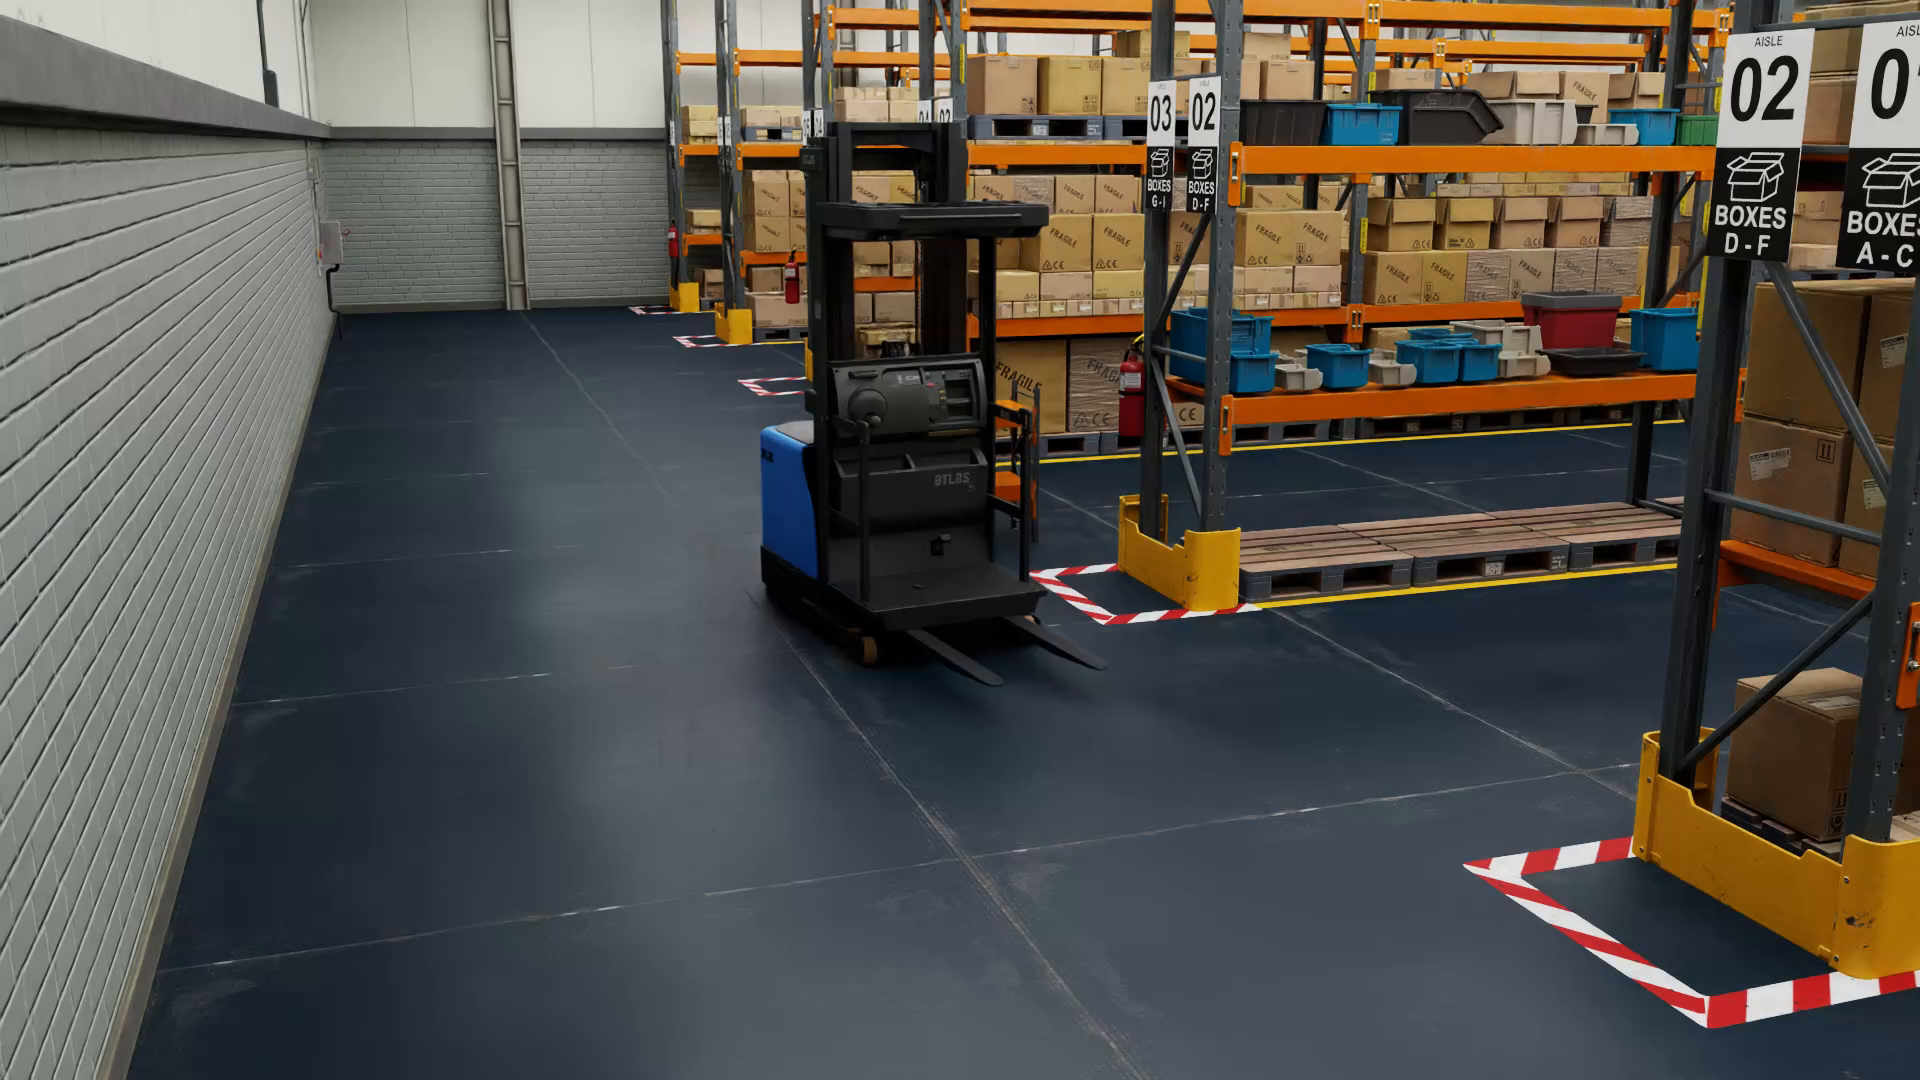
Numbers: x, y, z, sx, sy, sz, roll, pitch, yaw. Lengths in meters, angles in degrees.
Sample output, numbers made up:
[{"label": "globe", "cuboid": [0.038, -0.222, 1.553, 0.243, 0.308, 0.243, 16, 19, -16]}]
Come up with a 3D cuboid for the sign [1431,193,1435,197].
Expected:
[{"label": "sign", "cuboid": [6.122, -4.335, 21.554, 0.005, 0.325, 0.100, -4, 14, -18]}]

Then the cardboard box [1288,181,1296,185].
[{"label": "cardboard box", "cuboid": [6.676, -6.989, 32.783, 0.250, 0.149, 0.380, -4, 14, -18]}]

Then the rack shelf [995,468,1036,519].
[{"label": "rack shelf", "cuboid": [-0.006, -0.309, 12.067, 1.000, 0.278, 0.538, -4, 14, -18]}]

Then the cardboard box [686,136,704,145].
[{"label": "cardboard box", "cuboid": [-4.527, -6.814, 28.369, 0.250, 0.149, 0.380, -4, 14, -17]}]

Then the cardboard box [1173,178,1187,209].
[{"label": "cardboard box", "cuboid": [3.375, -5.407, 26.014, 0.500, 0.500, 0.500, -4, 14, -17]}]

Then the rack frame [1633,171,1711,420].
[{"label": "rack frame", "cuboid": [7.426, -2.833, 17.572, 0.127, 3.000, 1.000, -4, 14, -18]}]

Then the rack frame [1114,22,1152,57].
[{"label": "rack frame", "cuboid": [2.149, -6.552, 20.241, 0.127, 3.000, 1.000, -4, 14, -18]}]

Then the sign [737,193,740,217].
[{"label": "sign", "cuboid": [-3.145, -4.754, 23.604, 0.005, 0.325, 0.100, -4, 14, -18]}]

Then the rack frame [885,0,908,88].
[{"label": "rack frame", "cuboid": [-1.112, -8.718, 29.350, 0.127, 3.000, 1.000, -4, 14, -18]}]

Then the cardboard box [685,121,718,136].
[{"label": "cardboard box", "cuboid": [-4.396, -7.008, 28.324, 0.500, 0.250, 0.500, -5, 14, -19]}]

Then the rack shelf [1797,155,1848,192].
[{"label": "rack shelf", "cuboid": [4.895, -1.327, 6.311, 4.000, 0.370, 1.077, -4, 14, -18]}]

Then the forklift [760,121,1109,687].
[{"label": "forklift", "cuboid": [-0.190, -0.843, 9.353, 1.130, 2.935, 3.031, -6, 15, -25]}]

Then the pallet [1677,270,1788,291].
[{"label": "pallet", "cuboid": [8.068, -2.816, 17.913, 1.003, 0.211, 1.213, -4, 14, -18]}]

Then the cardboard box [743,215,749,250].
[{"label": "cardboard box", "cuboid": [-2.944, -4.559, 24.609, 0.500, 0.500, 0.500, -4, 14, -18]}]

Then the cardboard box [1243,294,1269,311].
[{"label": "cardboard box", "cuboid": [2.719, -2.265, 15.724, 0.250, 0.149, 0.380, -4, 14, -17]}]

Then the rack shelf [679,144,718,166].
[{"label": "rack shelf", "cuboid": [-3.008, -6.762, 29.159, 4.000, 0.370, 1.077, -4, 14, -18]}]

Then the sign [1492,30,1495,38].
[{"label": "sign", "cuboid": [10.421, -9.977, 32.451, 0.005, 0.325, 0.100, -4, 14, -18]}]

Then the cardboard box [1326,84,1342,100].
[{"label": "cardboard box", "cuboid": [4.751, -5.774, 21.582, 0.258, 0.266, 0.396, -4, 14, -18]}]

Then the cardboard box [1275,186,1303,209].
[{"label": "cardboard box", "cuboid": [5.257, -5.427, 26.709, 0.500, 0.500, 0.500, -4, 14, -15]}]

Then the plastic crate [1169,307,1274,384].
[{"label": "plastic crate", "cuboid": [1.681, -1.269, 10.788, 0.499, 0.435, 0.616, -4, 14, -18]}]

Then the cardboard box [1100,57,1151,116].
[{"label": "cardboard box", "cuboid": [1.366, -4.118, 15.150, 0.500, 0.500, 0.700, -5, 14, -22]}]

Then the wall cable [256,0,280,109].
[{"label": "wall cable", "cuboid": [-6.615, -7.065, 15.447, 0.120, 5.999, 2.277, -4, 14, -18]}]

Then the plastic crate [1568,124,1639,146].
[{"label": "plastic crate", "cuboid": [4.131, -2.605, 10.702, 0.466, 0.136, 0.293, -4, 14, -18]}]

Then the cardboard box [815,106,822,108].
[{"label": "cardboard box", "cuboid": [-2.475, -7.409, 28.928, 0.500, 0.250, 0.500, -4, 14, -17]}]

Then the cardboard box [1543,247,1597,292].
[{"label": "cardboard box", "cuboid": [6.072, -2.717, 16.865, 0.500, 0.500, 0.500, -5, 14, -20]}]

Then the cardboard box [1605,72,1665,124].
[{"label": "cardboard box", "cuboid": [6.871, -4.486, 16.909, 0.637, 0.503, 0.797, -4, 14, -15]}]

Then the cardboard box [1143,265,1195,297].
[{"label": "cardboard box", "cuboid": [1.846, -2.407, 15.459, 0.500, 0.250, 0.500, -5, 14, -19]}]

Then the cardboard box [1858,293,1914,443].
[{"label": "cardboard box", "cuboid": [3.504, -0.580, 5.722, 0.500, 0.500, 0.500, -4, 14, -16]}]

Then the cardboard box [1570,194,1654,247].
[{"label": "cardboard box", "cuboid": [6.728, -3.320, 17.232, 0.637, 0.503, 0.797, -4, 14, -16]}]

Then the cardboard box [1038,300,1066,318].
[{"label": "cardboard box", "cuboid": [0.771, -2.113, 15.085, 0.250, 0.149, 0.380, -5, 14, -19]}]

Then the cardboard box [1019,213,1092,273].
[{"label": "cardboard box", "cuboid": [0.859, -2.692, 15.041, 0.500, 0.500, 0.500, -5, 14, -19]}]

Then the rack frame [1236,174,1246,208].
[{"label": "rack frame", "cuboid": [4.265, -5.007, 26.709, 0.127, 3.000, 1.000, -4, 14, -18]}]

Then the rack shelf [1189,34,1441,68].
[{"label": "rack shelf", "cuboid": [4.044, -6.155, 20.991, 4.000, 0.370, 1.077, -4, 14, -18]}]

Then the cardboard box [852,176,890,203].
[{"label": "cardboard box", "cuboid": [-1.132, -3.993, 19.427, 0.500, 0.500, 0.500, -5, 14, -18]}]

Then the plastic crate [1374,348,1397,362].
[{"label": "plastic crate", "cuboid": [2.949, -1.227, 11.261, 0.250, 0.136, 0.298, -4, 14, -18]}]

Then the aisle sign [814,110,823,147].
[{"label": "aisle sign", "cuboid": [-1.616, -4.532, 19.094, 0.004, 0.787, 0.394, -4, 14, -18]}]

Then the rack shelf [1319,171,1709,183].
[{"label": "rack shelf", "cuboid": [5.531, -3.795, 16.687, 4.000, 0.370, 1.077, -4, 14, -18]}]

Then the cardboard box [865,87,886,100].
[{"label": "cardboard box", "cuboid": [-1.015, -5.150, 19.214, 0.250, 0.149, 0.380, -4, 14, -16]}]

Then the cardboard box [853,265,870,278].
[{"label": "cardboard box", "cuboid": [-1.231, -3.168, 19.522, 0.250, 0.149, 0.380, -5, 14, -19]}]

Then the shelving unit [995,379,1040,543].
[{"label": "shelving unit", "cuboid": [-0.006, -0.547, 12.011, 1.048, 1.125, 0.538, -4, 14, -18]}]

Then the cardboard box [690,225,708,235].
[{"label": "cardboard box", "cuboid": [-4.504, -5.347, 28.681, 0.250, 0.149, 0.380, -5, 14, -18]}]

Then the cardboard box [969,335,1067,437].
[{"label": "cardboard box", "cuboid": [0.425, -1.478, 15.559, 0.875, 0.875, 0.875, -4, 14, -18]}]

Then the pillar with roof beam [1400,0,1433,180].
[{"label": "pillar with roof beam", "cuboid": [10.687, -8.806, 29.719, 0.400, 9.000, 9.100, -4, 14, -18]}]

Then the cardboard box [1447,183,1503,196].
[{"label": "cardboard box", "cuboid": [6.848, -4.532, 22.338, 0.500, 0.500, 0.700, -5, 14, -19]}]

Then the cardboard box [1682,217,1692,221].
[{"label": "cardboard box", "cuboid": [10.077, -4.327, 23.526, 0.550, 0.550, 0.875, -4, 14, -18]}]

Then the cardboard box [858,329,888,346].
[{"label": "cardboard box", "cuboid": [-1.037, -2.409, 19.756, 0.250, 0.149, 0.380, -5, 14, -21]}]

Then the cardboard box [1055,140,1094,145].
[{"label": "cardboard box", "cuboid": [1.293, -4.890, 20.060, 0.500, 0.250, 0.500, -4, 14, -18]}]

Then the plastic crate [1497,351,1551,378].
[{"label": "plastic crate", "cuboid": [3.660, -1.158, 10.970, 0.466, 0.136, 0.293, -4, 14, -18]}]

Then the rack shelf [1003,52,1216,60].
[{"label": "rack shelf", "cuboid": [2.370, -7.233, 25.524, 4.000, 0.370, 1.077, -4, 14, -18]}]

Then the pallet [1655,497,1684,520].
[{"label": "pallet", "cuboid": [5.959, -0.143, 12.288, 1.213, 0.211, 1.003, -4, 14, -18]}]

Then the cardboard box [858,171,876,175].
[{"label": "cardboard box", "cuboid": [-1.409, -5.338, 24.322, 0.250, 0.149, 0.380, -5, 14, -19]}]

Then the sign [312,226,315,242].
[{"label": "sign", "cuboid": [-8.696, -4.111, 22.361, 0.001, 0.218, 0.327, -4, 14, -18]}]

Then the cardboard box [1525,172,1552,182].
[{"label": "cardboard box", "cuboid": [9.518, -6.031, 27.995, 0.500, 0.500, 0.700, -5, 14, -19]}]
